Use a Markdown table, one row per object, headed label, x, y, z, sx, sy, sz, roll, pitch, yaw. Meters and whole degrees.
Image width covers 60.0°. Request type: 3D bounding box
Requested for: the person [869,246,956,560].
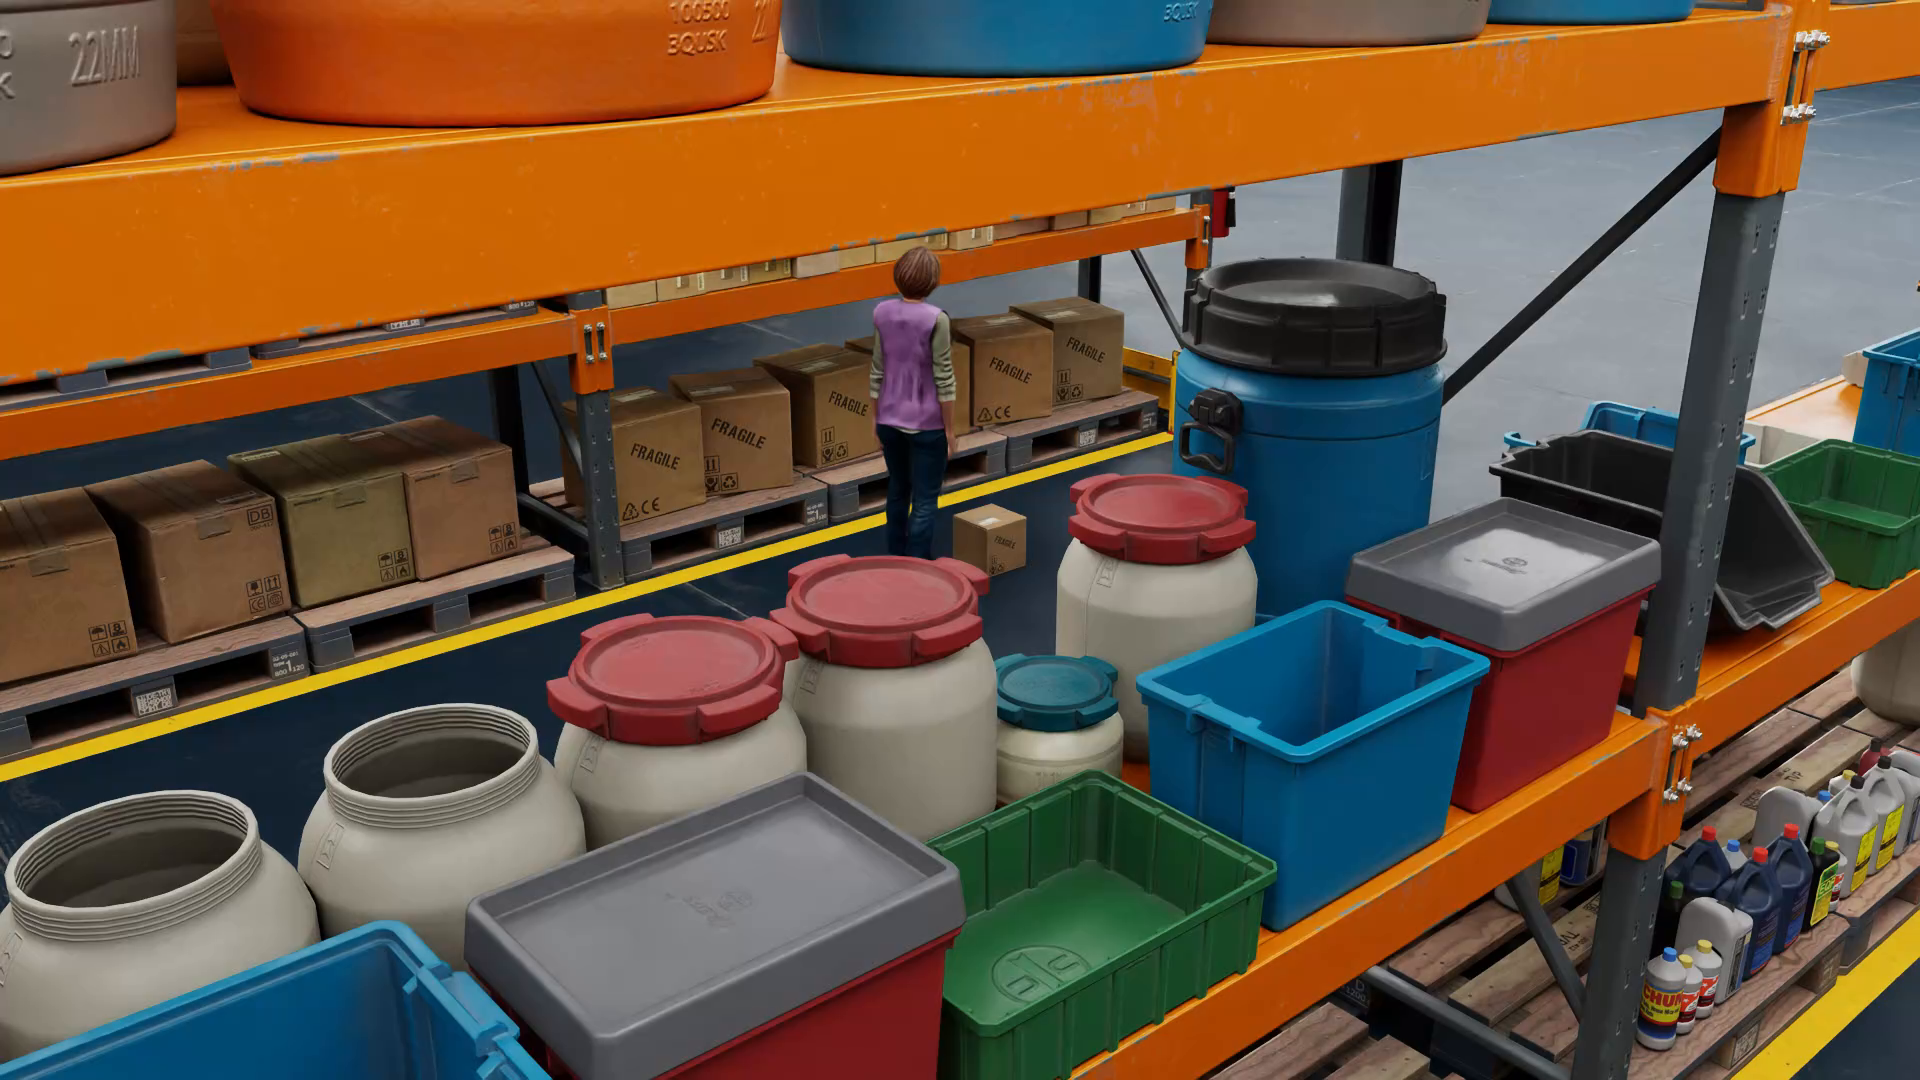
| label | x | y | z | sx | sy | sz | roll | pitch | yaw |
| --- | --- | --- | --- | --- | --- | --- | --- | --- | --- |
| person | -0.163 | -0.537 | 7.480 | 0.440 | 1.583 | 0.610 | 11 | 24 | 25 |
